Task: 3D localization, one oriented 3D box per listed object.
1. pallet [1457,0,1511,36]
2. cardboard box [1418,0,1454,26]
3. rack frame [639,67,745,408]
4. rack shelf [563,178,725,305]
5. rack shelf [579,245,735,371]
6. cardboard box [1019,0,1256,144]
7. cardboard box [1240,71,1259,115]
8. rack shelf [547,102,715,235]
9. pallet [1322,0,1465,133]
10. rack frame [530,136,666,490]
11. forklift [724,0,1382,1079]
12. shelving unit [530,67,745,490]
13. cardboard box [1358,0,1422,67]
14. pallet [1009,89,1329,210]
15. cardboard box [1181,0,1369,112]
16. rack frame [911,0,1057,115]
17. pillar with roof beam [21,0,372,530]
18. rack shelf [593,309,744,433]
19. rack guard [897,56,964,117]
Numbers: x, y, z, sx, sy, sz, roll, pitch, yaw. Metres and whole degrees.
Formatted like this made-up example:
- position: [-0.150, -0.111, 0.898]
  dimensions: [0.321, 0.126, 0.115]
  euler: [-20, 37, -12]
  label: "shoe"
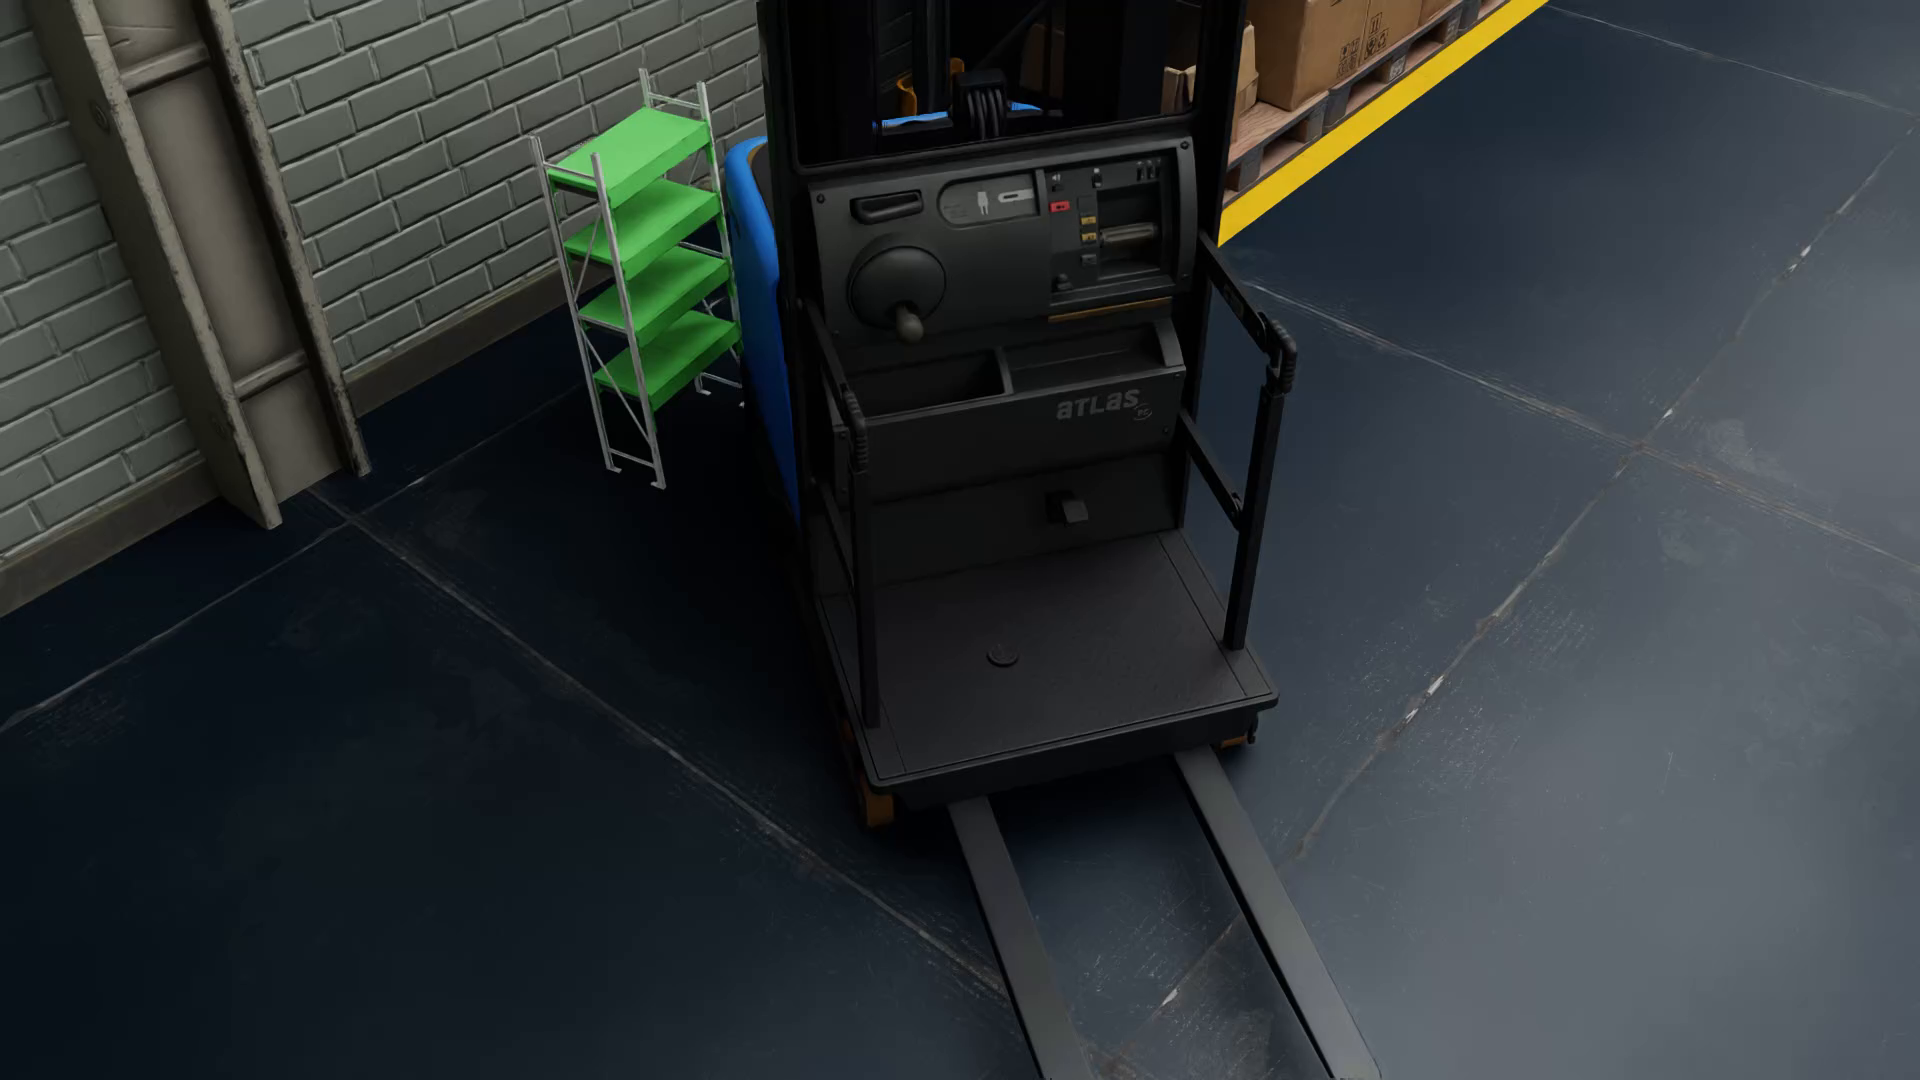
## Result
- position: [2.369, -2.980, 8.371]
  dimensions: [1.003, 0.211, 1.213]
  euler: [29, 50, 28]
  label: "pallet"
- position: [1.952, -2.768, 7.611]
  dimensions: [0.700, 0.500, 0.500]
  euler: [28, 49, 27]
  label: "cardboard box"
- position: [-0.841, -0.940, 5.383]
  dimensions: [0.240, 1.200, 0.015]
  euler: [19, 46, 24]
  label: "rack frame"
- position: [-0.972, -0.932, 5.112]
  dimensions: [0.258, 0.148, 0.480]
  euler: [19, 46, 24]
  label: "rack shelf"
- position: [-0.962, -0.750, 5.269]
  dimensions: [0.258, 0.148, 0.480]
  euler: [19, 46, 24]
  label: "rack shelf"
- position: [0.704, -1.811, 6.556]
  dimensions: [0.797, 0.503, 0.637]
  euler: [28, 49, 27]
  label: "cardboard box"
- position: [1.007, -1.882, 6.897]
  dimensions: [0.380, 0.149, 0.250]
  euler: [28, 49, 27]
  label: "cardboard box"
- position: [-0.982, -1.113, 4.955]
  dimensions: [0.258, 0.148, 0.480]
  euler: [19, 46, 24]
  label: "rack shelf"
- position: [1.584, -2.349, 7.677]
  dimensions: [1.003, 0.211, 1.213]
  euler: [29, 50, 28]
  label: "pallet"
- position: [-1.088, -0.657, 5.071]
  dimensions: [0.240, 1.200, 0.015]
  euler: [19, 46, 24]
  label: "rack frame"
- position: [0.176, -0.624, 3.757]
  dimensions: [1.130, 2.935, 3.031]
  euler: [-11, 43, -12]
  label: "forklift"
- position: [-0.965, -0.799, 5.227]
  dimensions: [0.258, 1.200, 0.503]
  euler: [19, 46, 24]
  label: "shelving unit"
- position: [1.700, -2.462, 7.274]
  dimensions: [0.500, 0.500, 0.500]
  euler: [30, 50, 29]
  label: "cardboard box"
- position: [0.799, -1.724, 6.989]
  dimensions: [1.003, 0.211, 1.213]
  euler: [29, 50, 28]
  label: "pallet"
- position: [1.283, -2.234, 7.023]
  dimensions: [0.700, 0.500, 0.500]
  euler: [32, 51, 30]
  label: "cardboard box"
- position: [0.237, -2.306, 5.556]
  dimensions: [1.000, 3.000, 0.127]
  euler: [29, 50, 28]
  label: "rack frame"
- position: [1.107, -1.663, 0.390]
  dimensions: [9.100, 9.000, 0.400]
  euler: [29, 50, 28]
  label: "pillar with roof beam"
- position: [-0.952, -0.569, 5.426]
  dimensions: [0.258, 0.148, 0.480]
  euler: [19, 46, 24]
  label: "rack shelf"
- position: [0.286, -1.420, 6.440]
  dimensions: [1.175, 0.500, 0.348]
  euler: [29, 50, 28]
  label: "rack guard"
